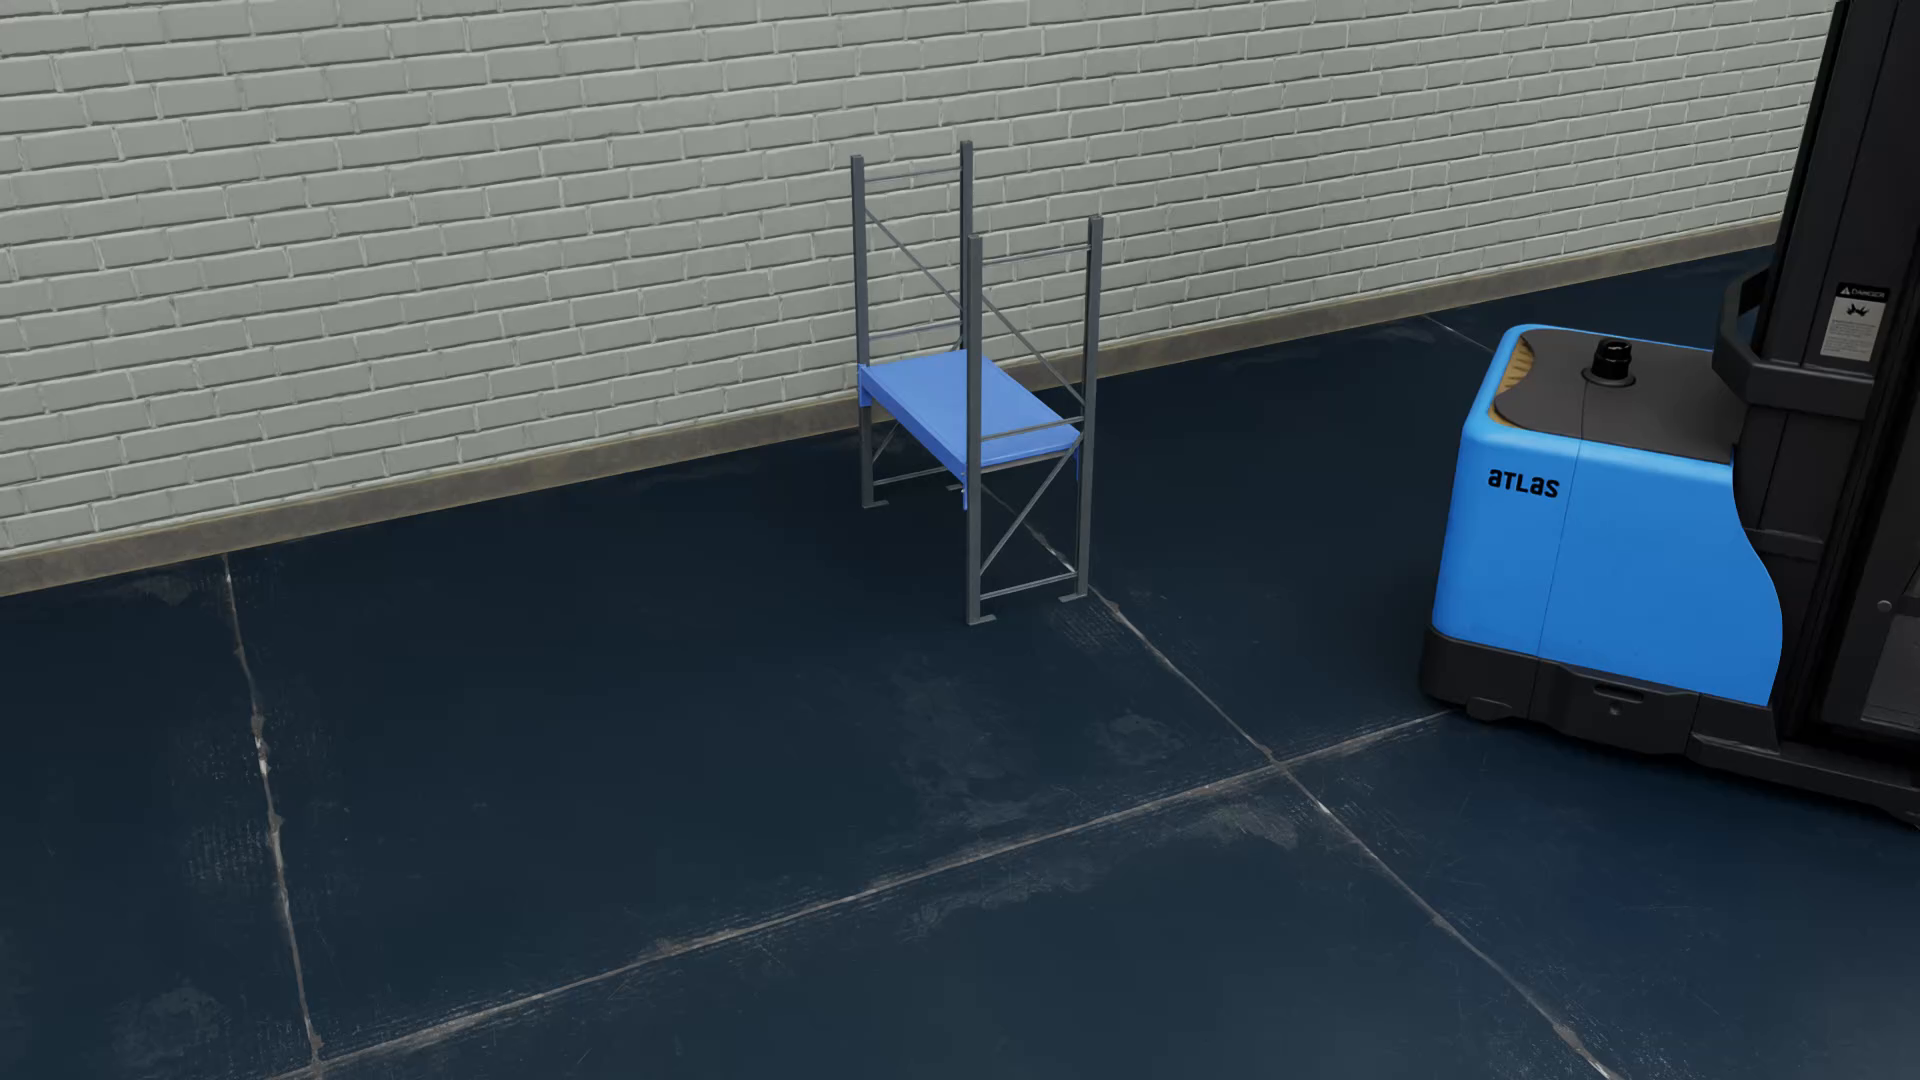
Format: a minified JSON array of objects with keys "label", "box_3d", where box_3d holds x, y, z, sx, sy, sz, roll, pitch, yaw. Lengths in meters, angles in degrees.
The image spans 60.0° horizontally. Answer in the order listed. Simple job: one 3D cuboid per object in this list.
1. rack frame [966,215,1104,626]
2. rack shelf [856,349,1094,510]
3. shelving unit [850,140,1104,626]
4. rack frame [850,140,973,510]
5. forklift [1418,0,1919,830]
[{"label":"rack frame","box_3d":[0.255,-0.392,5.916,0.500,1.500,0.032,-13,32,-22]},{"label":"rack shelf","box_3d":[0.037,-0.460,6.404,0.538,0.185,1.000,-13,32,-22]},{"label":"shelving unit","box_3d":[0.037,-0.616,6.316,0.538,1.500,1.048,-13,32,-22]},{"label":"rack frame","box_3d":[-0.182,-0.841,6.716,0.500,1.500,0.032,-13,32,-22]},{"label":"forklift","box_3d":[3.139,-0.622,4.862,3.031,2.935,1.130,12,32,21]}]
